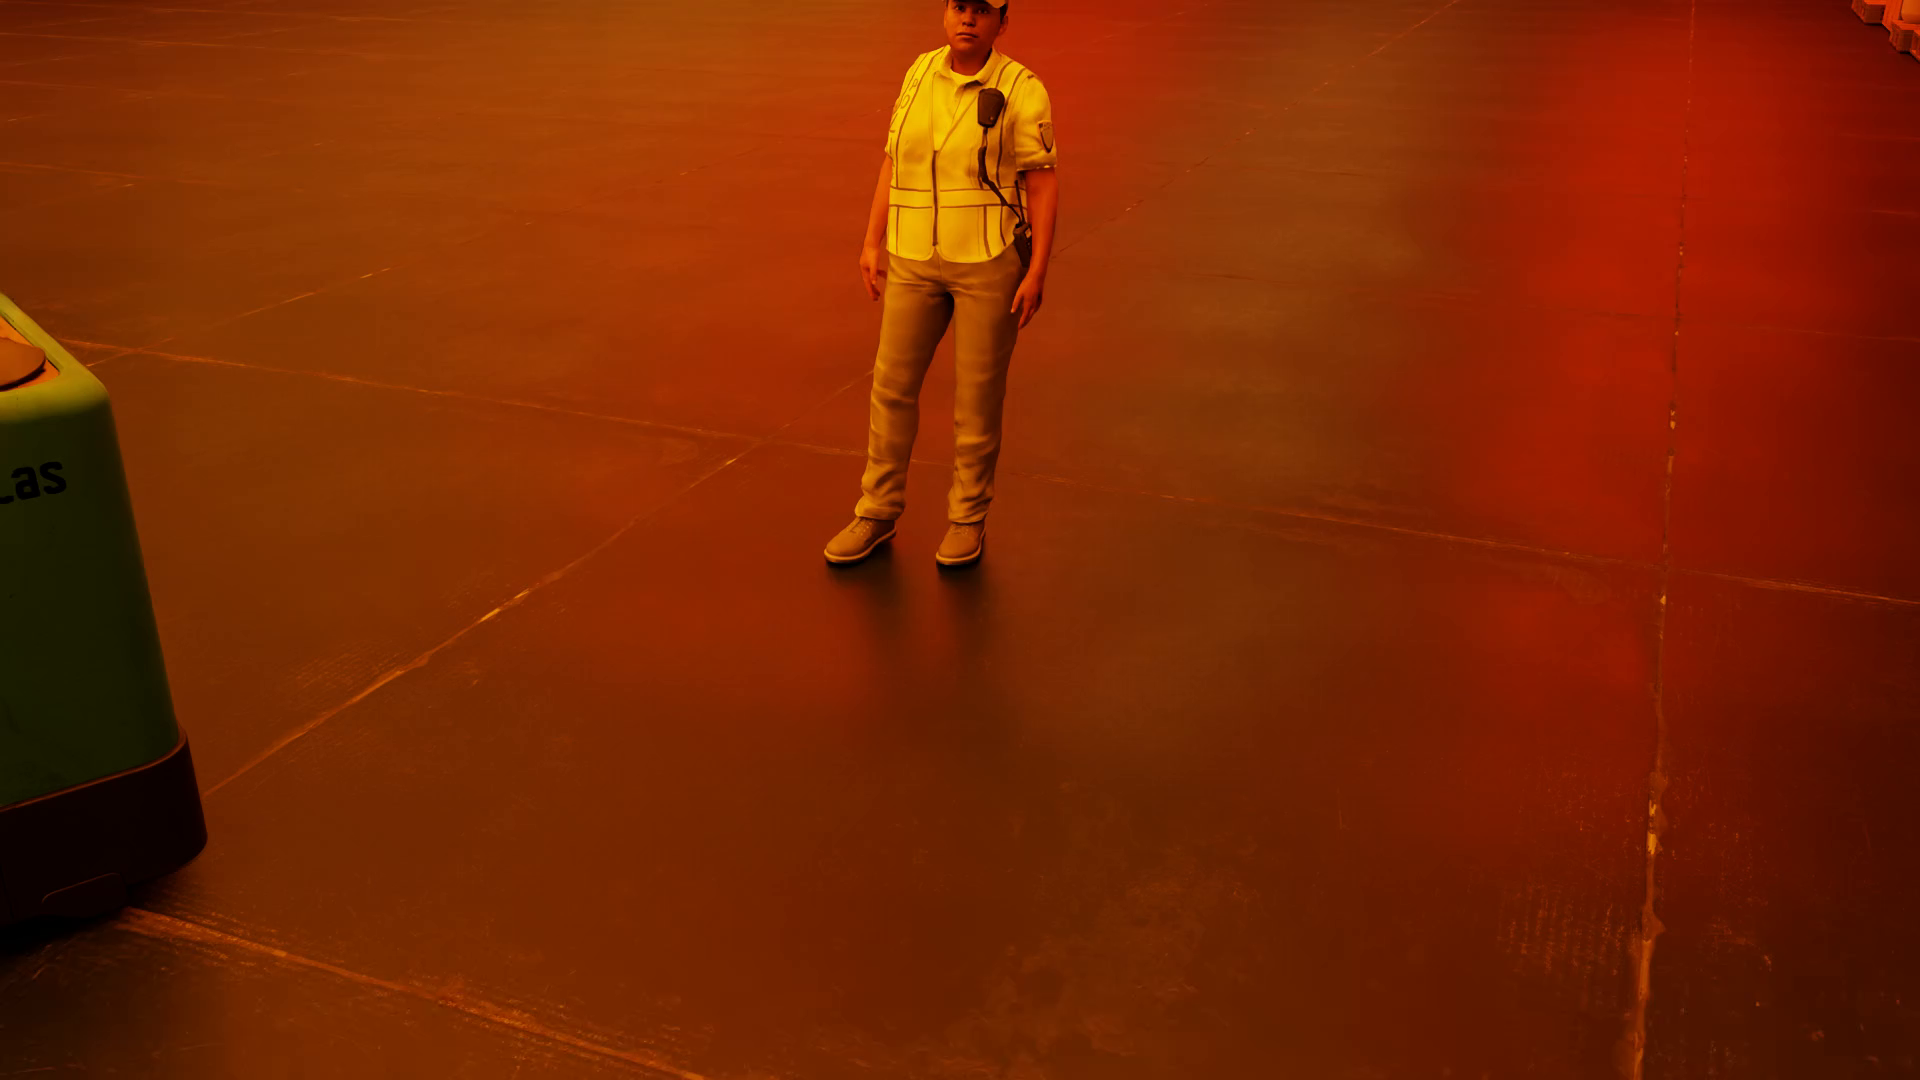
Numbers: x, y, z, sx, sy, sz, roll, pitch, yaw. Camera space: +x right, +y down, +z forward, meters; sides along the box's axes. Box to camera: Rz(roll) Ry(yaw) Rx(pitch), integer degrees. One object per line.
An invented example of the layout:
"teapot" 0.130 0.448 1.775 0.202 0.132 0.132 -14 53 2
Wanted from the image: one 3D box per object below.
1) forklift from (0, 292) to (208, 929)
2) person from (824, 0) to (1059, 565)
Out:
"forklift" -3.010 -0.438 2.341 3.031 2.935 1.130 -17 28 -35
"person" -0.050 -0.752 4.711 0.599 1.670 0.529 9 24 21
